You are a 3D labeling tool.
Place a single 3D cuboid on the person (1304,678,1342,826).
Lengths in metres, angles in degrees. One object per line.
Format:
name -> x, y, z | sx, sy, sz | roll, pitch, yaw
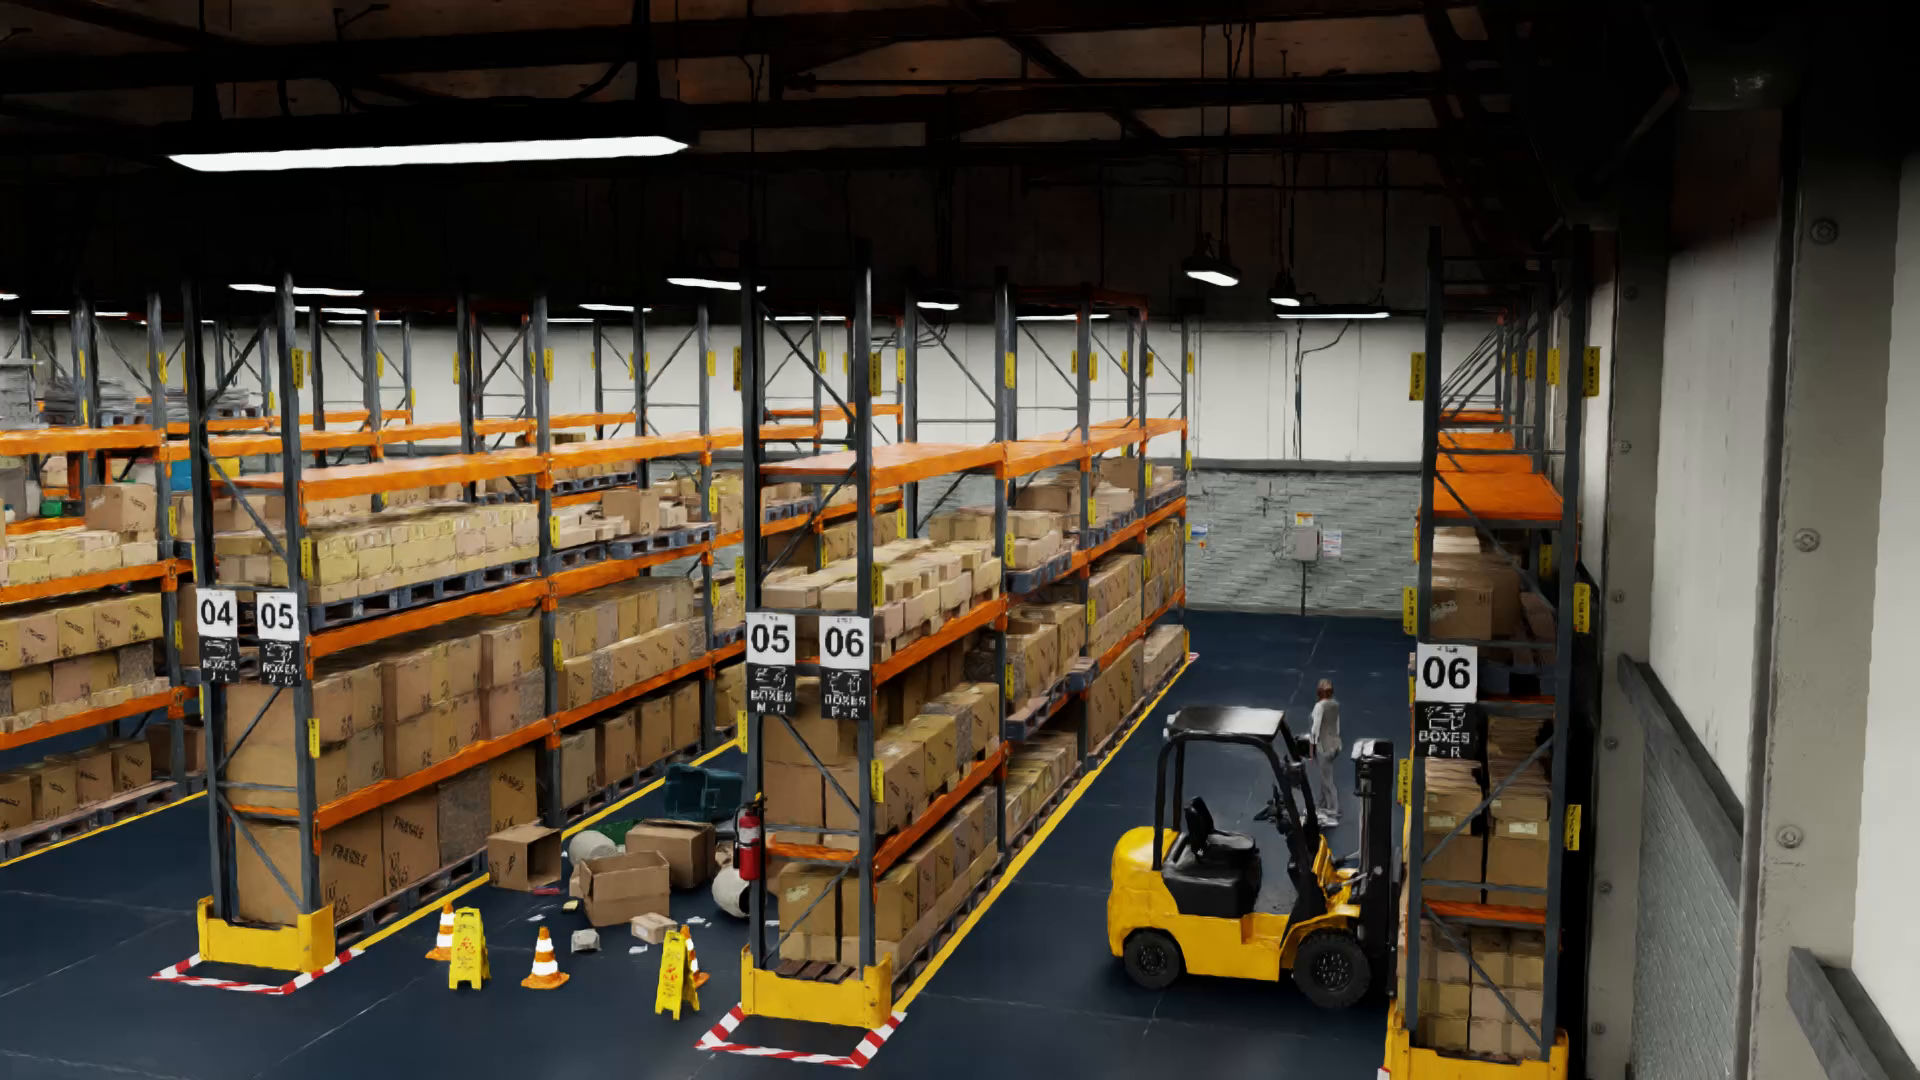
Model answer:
person -> 4.010, 2.313, 18.352 | 0.527, 1.590, 0.529 | 5, 8, 40
